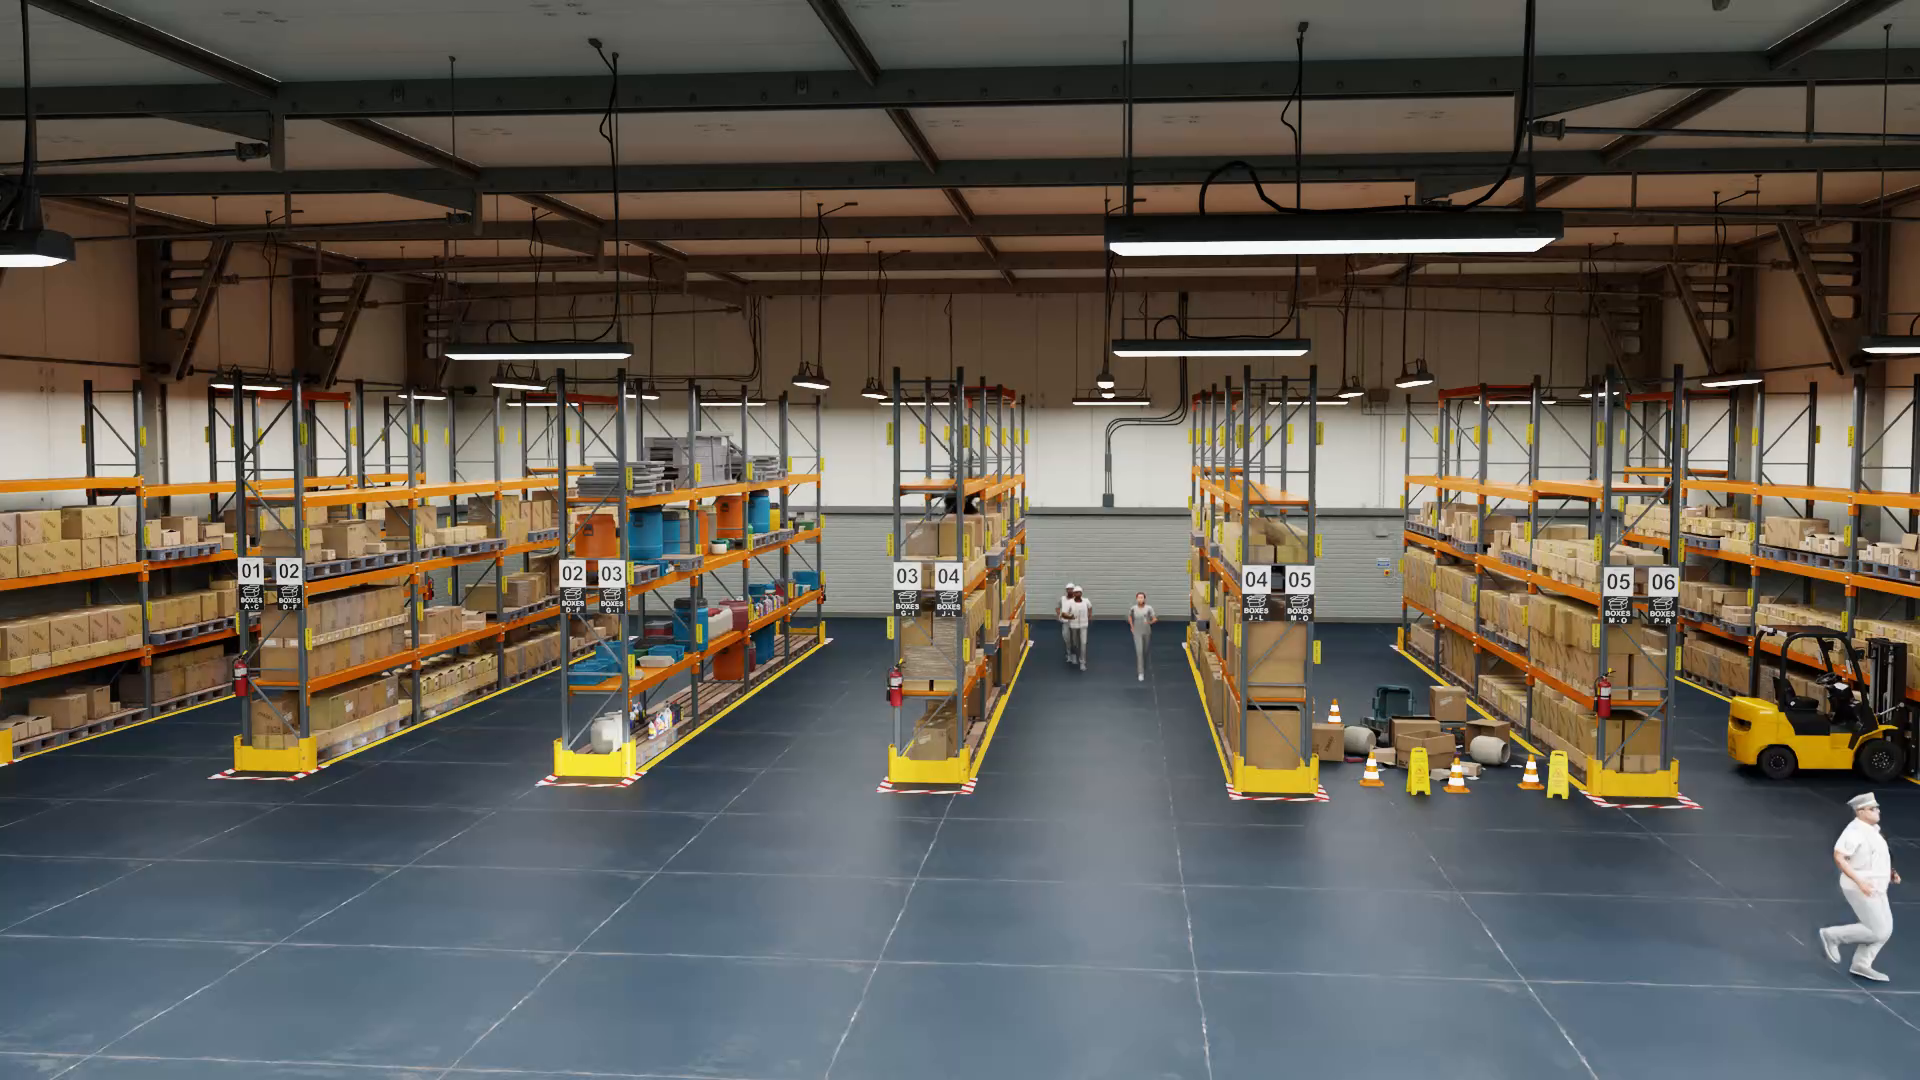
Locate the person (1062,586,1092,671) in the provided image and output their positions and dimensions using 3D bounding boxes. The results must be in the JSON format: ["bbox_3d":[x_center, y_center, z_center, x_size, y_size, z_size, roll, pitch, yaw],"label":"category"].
[{"bbox_3d":[2.530,1.873,35.787,0.698,1.772,0.990,0,4,-4],"label":"person"}]

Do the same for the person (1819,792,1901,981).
[{"bbox_3d":[8.335,3.187,15.386,0.655,1.735,0.599,-3,5,-44],"label":"person"}]

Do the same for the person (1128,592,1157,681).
[{"bbox_3d":[3.563,1.859,32.456,0.558,1.692,0.835,0,4,5],"label":"person"}]

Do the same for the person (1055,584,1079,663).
[{"bbox_3d":[2.457,1.838,37.095,0.682,1.742,0.663,0,4,7],"label":"person"}]
